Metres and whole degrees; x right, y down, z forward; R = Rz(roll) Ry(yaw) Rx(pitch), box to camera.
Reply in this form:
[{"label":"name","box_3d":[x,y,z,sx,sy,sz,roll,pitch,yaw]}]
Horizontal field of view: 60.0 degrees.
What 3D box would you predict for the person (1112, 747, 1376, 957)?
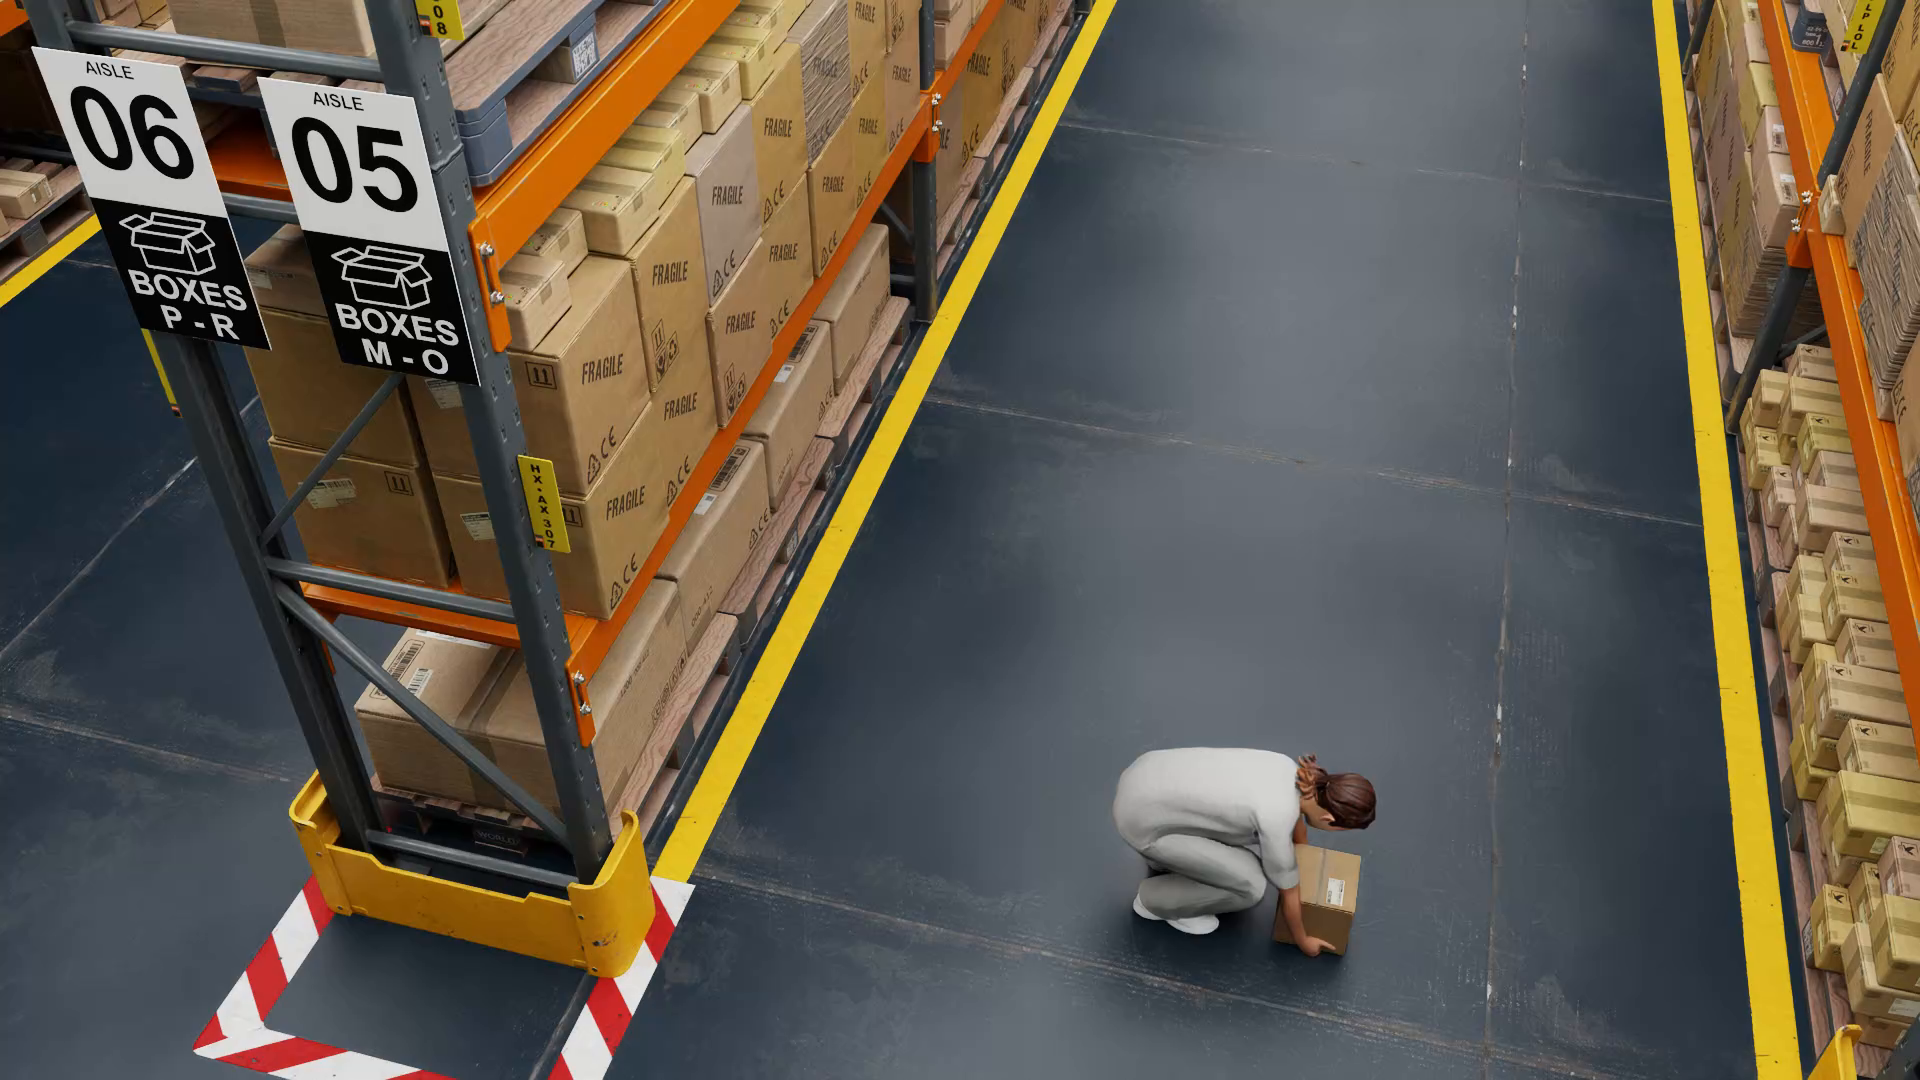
[{"label":"person","box_3d":[0.955,1.023,5.722,0.861,0.743,0.456,9,42,10]}]
